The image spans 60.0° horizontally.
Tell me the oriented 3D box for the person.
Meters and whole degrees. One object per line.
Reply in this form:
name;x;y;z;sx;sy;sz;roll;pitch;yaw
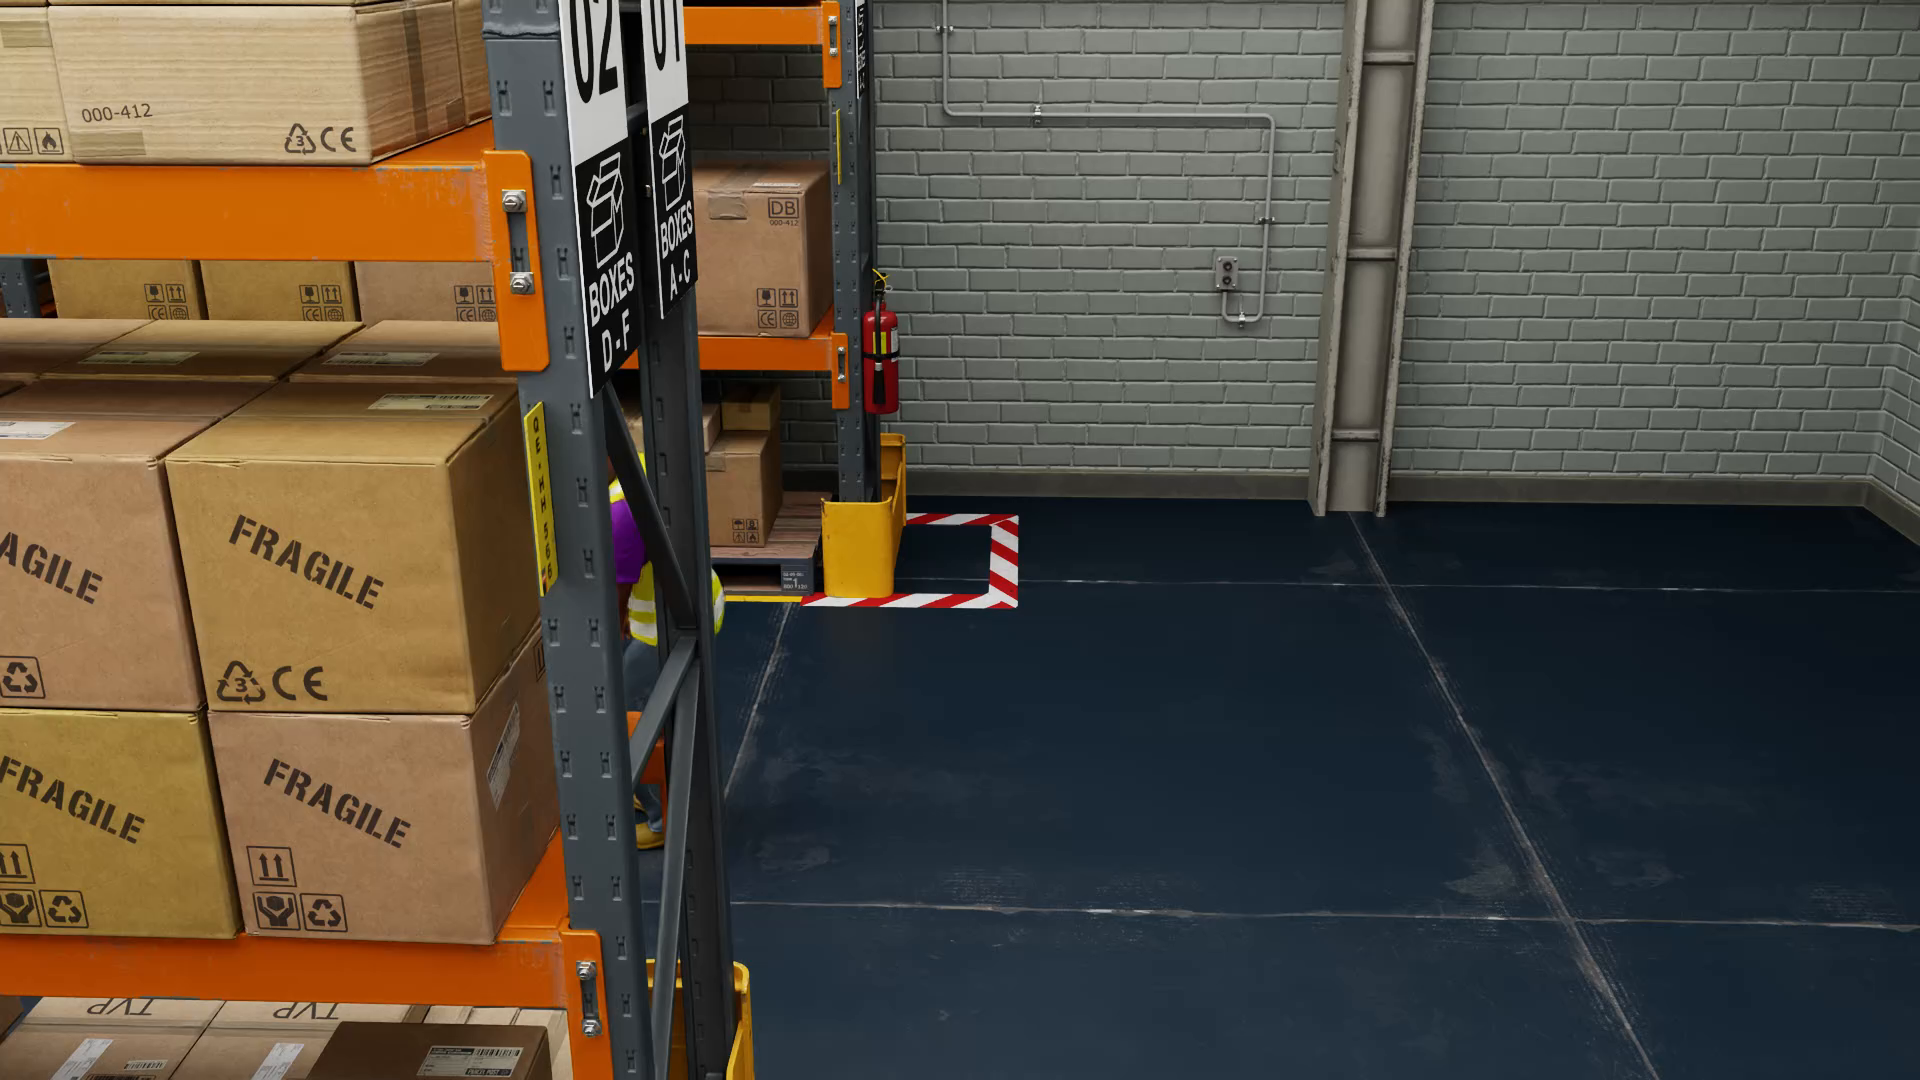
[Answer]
person;-1.139;0.313;5.906;0.576;1.633;0.613;1;21;3
